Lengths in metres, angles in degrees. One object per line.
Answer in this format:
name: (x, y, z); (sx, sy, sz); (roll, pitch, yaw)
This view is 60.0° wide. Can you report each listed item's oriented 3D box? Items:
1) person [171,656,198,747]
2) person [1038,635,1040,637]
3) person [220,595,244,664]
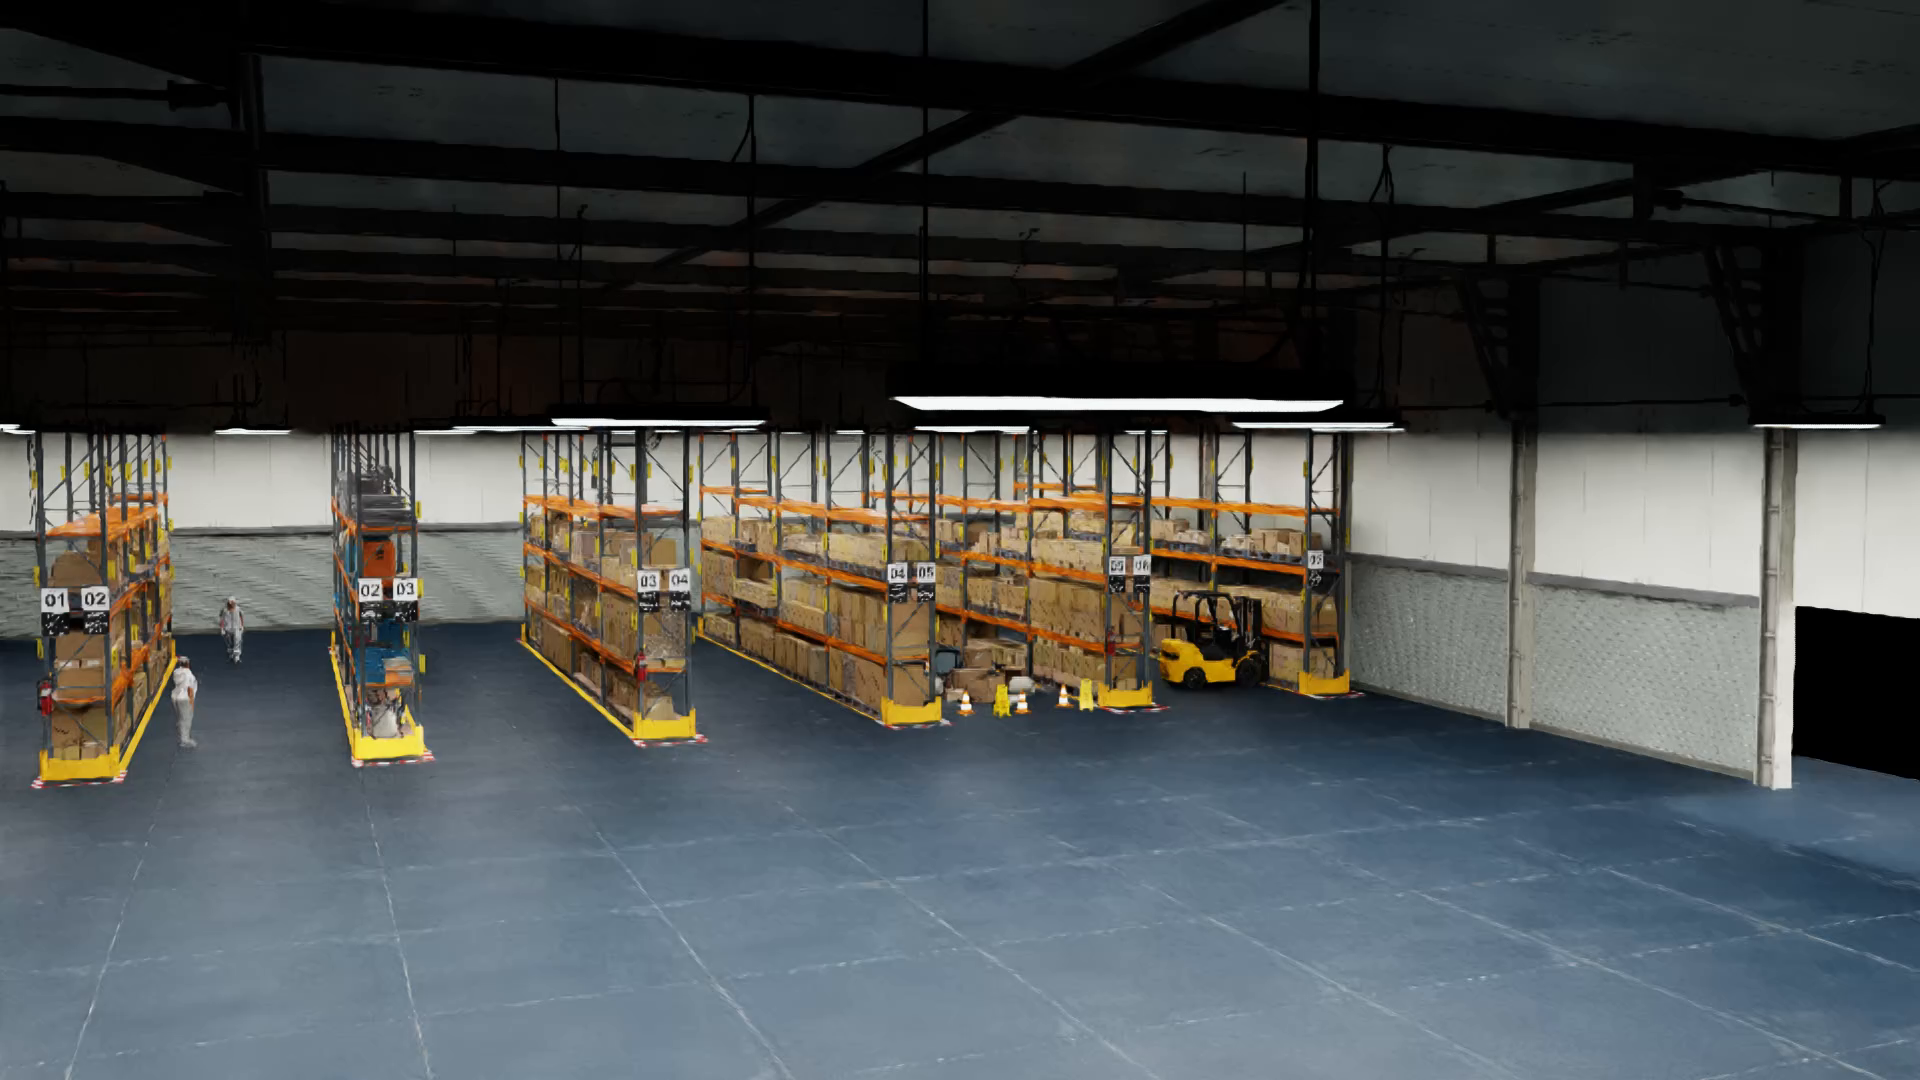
person: (-14.295, 2.961, 30.699); (0.526, 1.666, 0.443); (3, 4, 36)
person: (2.491, 1.942, 46.753); (0.729, 1.733, 0.546); (-2, 4, -23)
person: (-18.338, 2.237, 41.886); (0.553, 1.709, 1.123); (-1, 4, -20)
